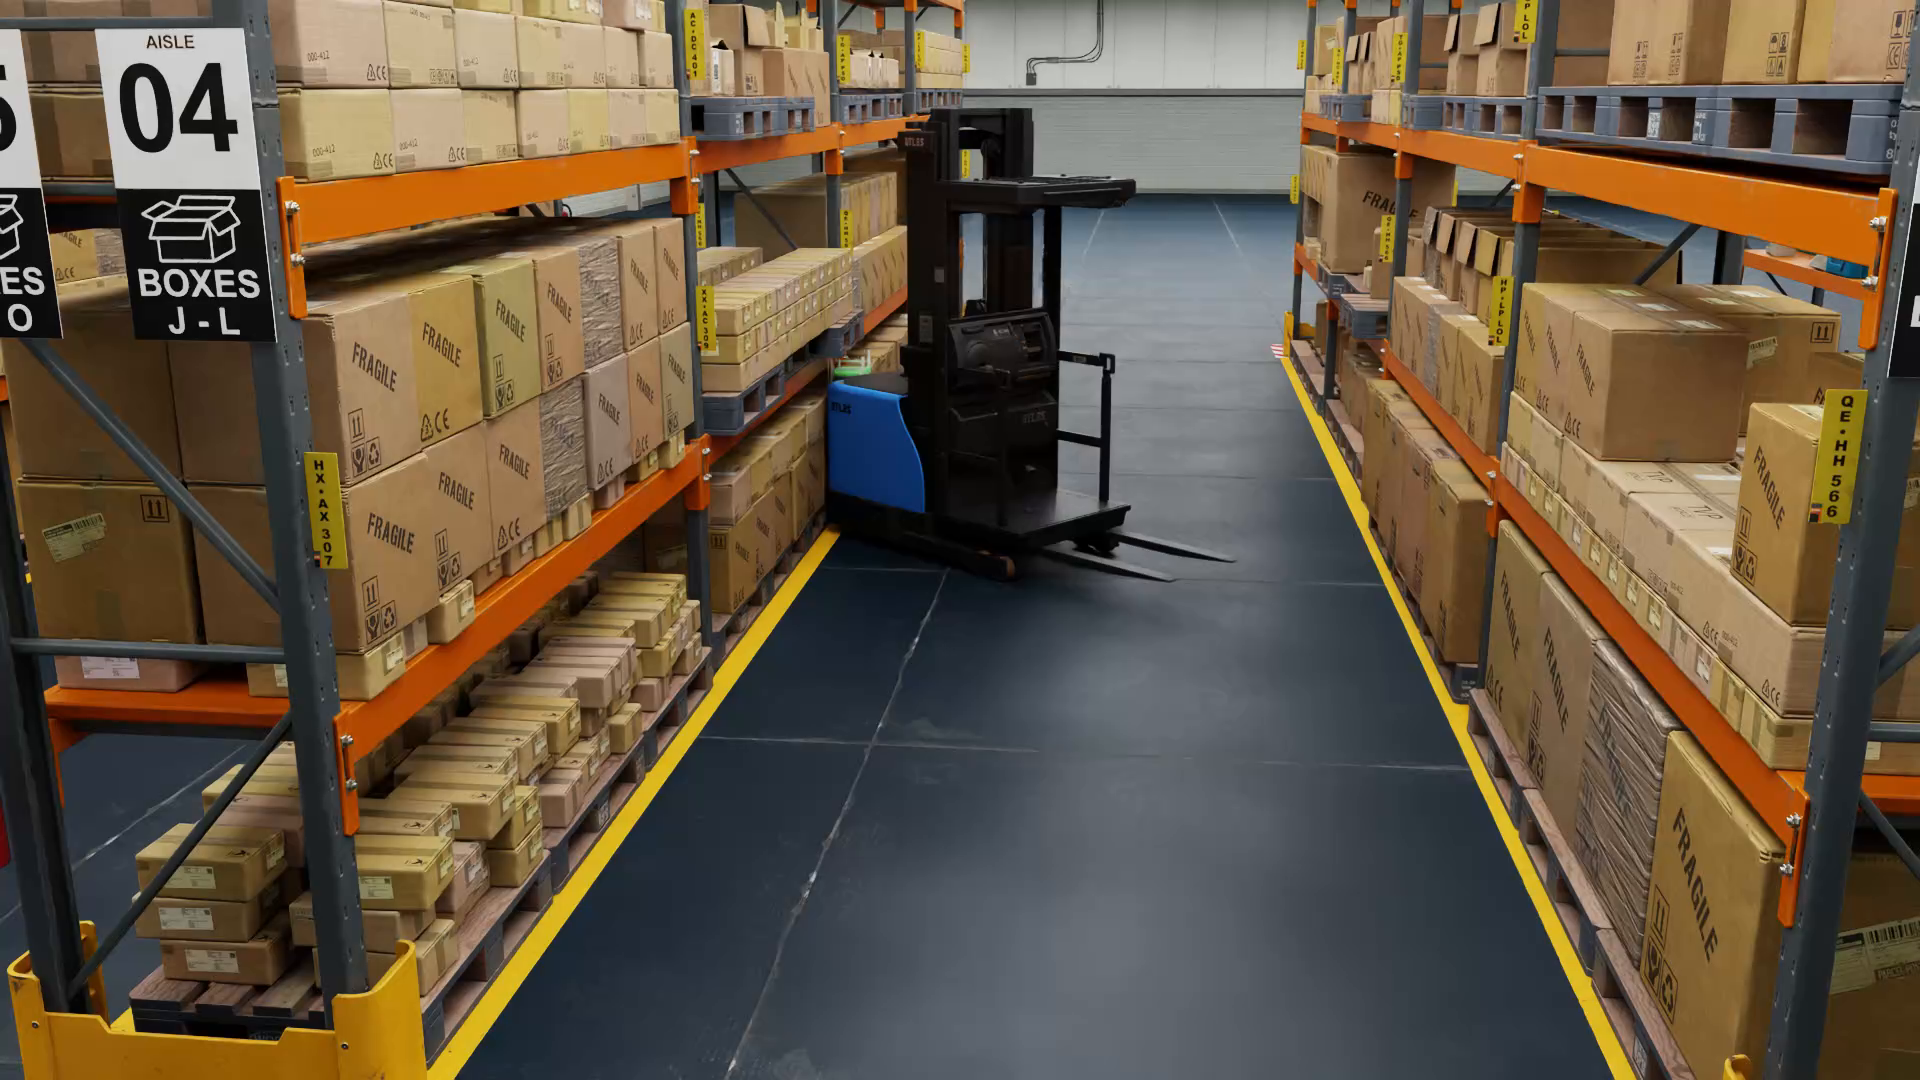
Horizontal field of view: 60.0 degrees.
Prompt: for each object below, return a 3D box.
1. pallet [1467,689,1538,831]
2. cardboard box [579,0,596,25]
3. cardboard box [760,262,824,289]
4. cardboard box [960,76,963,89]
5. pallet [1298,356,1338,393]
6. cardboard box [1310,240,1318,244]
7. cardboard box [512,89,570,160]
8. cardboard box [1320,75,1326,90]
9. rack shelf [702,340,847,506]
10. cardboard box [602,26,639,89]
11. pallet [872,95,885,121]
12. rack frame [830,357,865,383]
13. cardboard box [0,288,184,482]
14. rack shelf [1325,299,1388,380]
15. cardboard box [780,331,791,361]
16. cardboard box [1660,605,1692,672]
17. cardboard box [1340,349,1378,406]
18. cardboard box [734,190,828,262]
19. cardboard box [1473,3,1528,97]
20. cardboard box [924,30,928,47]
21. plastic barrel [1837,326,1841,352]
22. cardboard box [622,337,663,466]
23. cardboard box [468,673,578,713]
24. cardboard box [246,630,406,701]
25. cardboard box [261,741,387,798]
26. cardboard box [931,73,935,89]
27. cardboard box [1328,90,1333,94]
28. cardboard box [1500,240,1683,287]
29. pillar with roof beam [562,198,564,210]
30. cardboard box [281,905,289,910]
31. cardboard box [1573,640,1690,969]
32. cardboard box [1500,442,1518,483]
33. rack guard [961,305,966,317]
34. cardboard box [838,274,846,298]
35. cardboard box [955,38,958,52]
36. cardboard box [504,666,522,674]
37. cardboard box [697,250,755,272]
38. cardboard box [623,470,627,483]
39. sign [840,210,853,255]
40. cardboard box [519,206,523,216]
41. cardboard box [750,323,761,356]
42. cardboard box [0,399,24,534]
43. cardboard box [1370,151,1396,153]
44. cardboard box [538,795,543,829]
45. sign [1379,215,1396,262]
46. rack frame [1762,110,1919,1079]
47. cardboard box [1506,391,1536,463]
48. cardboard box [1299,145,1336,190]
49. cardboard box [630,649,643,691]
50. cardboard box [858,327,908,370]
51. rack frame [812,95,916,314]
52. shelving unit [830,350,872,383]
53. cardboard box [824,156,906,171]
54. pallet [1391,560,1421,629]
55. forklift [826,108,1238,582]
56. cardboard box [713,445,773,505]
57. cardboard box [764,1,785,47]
[{"bbox_3d":[2.928,0.999,7.564,1.003,0.211,1.213,2,15,6],"label":"pallet"},{"bbox_3d":[-1.699,-2.164,6.738,0.380,0.149,0.250,1,15,4],"label":"cardboard box"},{"bbox_3d":[-1.094,-1.715,10.796,0.380,0.149,0.250,2,15,6],"label":"cardboard box"},{"bbox_3d":[-0.173,-5.308,19.286,0.380,0.149,0.250,2,15,6],"label":"cardboard box"},{"bbox_3d":[4.170,-1.764,17.780,1.003,0.211,1.213,2,15,6],"label":"pallet"},{"bbox_3d":[4.043,-3.208,18.259,0.380,0.149,0.250,2,15,6],"label":"cardboard box"},{"bbox_3d":[-1.795,-1.566,6.246,0.500,0.250,0.500,2,15,6],"label":"cardboard box"},{"bbox_3d":[4.004,-4.822,17.524,0.380,0.149,0.250,1,15,4],"label":"cardboard box"},{"bbox_3d":[-1.600,-0.886,10.570,1.077,0.370,4.000,2,15,6],"label":"rack shelf"},{"bbox_3d":[-1.696,-2.070,7.153,0.500,0.250,0.500,1,15,4],"label":"cardboard box"},{"bbox_3d":[-1.231,-3.568,13.724,1.003,0.211,1.213,2,15,9],"label":"pallet"},{"bbox_3d":[-0.796,-0.711,11.902,0.240,1.200,0.015,0,12,2],"label":"rack frame"},{"bbox_3d":[-2.473,-0.478,5.005,0.500,0.500,0.500,1,15,5],"label":"cardboard box"},{"bbox_3d":[3.768,-1.751,13.770,1.077,0.370,4.000,2,15,6],"label":"rack shelf"},{"bbox_3d":[-1.209,-1.153,9.855,0.380,0.149,0.250,1,15,4],"label":"cardboard box"},{"bbox_3d":[2.439,0.317,5.225,0.380,0.149,0.250,2,15,7],"label":"cardboard box"},{"bbox_3d":[3.903,-1.464,15.277,0.700,0.500,0.500,1,15,2],"label":"cardboard box"},{"bbox_3d":[-1.314,-2.399,12.681,0.700,0.500,0.500,2,15,6],"label":"cardboard box"},{"bbox_3d":[3.333,-2.750,9.336,0.797,0.503,0.637,1,15,5],"label":"cardboard box"},{"bbox_3d":[-0.517,-4.903,16.258,0.380,0.149,0.250,2,15,6],"label":"cardboard box"},{"bbox_3d":[9.312,-2.208,18.041,0.421,0.512,0.421,0,15,0],"label":"plastic barrel"},{"bbox_3d":[-1.659,-0.638,7.514,0.500,0.500,0.500,1,15,5],"label":"cardboard box"},{"bbox_3d":[-1.818,0.673,6.943,0.380,0.149,0.250,2,15,6],"label":"cardboard box"},{"bbox_3d":[-1.915,0.370,5.029,0.380,0.149,0.250,2,15,6],"label":"cardboard box"},{"bbox_3d":[-2.389,0.865,6.235,0.380,0.149,0.250,1,15,4],"label":"cardboard box"},{"bbox_3d":[-0.459,-4.648,16.845,0.380,0.149,0.250,1,15,5],"label":"cardboard box"},{"bbox_3d":[3.855,-4.254,16.188,0.500,0.250,0.500,2,15,8],"label":"cardboard box"},{"bbox_3d":[3.155,-1.241,8.390,0.797,0.503,0.637,1,15,5],"label":"cardboard box"},{"bbox_3d":[-4.999,-11.375,36.491,9.100,9.000,0.400,2,15,6],"label":"pillar with roof beam"},{"bbox_3d":[-2.497,1.284,5.824,0.380,0.149,0.250,2,15,8],"label":"cardboard box"},{"bbox_3d":[2.735,0.914,5.802,0.875,0.875,0.875,2,15,6],"label":"cardboard box"},{"bbox_3d":[2.727,-0.354,7.706,0.380,0.149,0.250,2,15,6],"label":"cardboard box"},{"bbox_3d":[-0.469,-2.626,20.417,1.175,0.500,0.348,2,15,6],"label":"rack guard"},{"bbox_3d":[-1.006,-1.766,11.554,0.380,0.149,0.250,2,15,8],"label":"cardboard box"},{"bbox_3d":[-0.231,-5.561,18.692,0.380,0.149,0.250,2,15,7],"label":"cardboard box"},{"bbox_3d":[-2.203,0.673,7.514,0.380,0.149,0.250,2,15,9],"label":"cardboard box"},{"bbox_3d":[-1.647,-1.937,11.615,0.380,0.149,0.250,1,15,5],"label":"cardboard box"},{"bbox_3d":[-1.733,-0.310,7.543,0.380,0.149,0.250,1,15,5],"label":"cardboard box"},{"bbox_3d":[-0.834,-2.259,12.204,0.100,0.325,0.005,2,15,6],"label":"sign"},{"bbox_3d":[-5.310,-3.730,18.949,0.500,0.500,0.500,2,15,6],"label":"cardboard box"},{"bbox_3d":[-1.297,-1.096,9.074,0.380,0.149,0.250,1,15,5],"label":"cardboard box"},{"bbox_3d":[-6.671,-0.409,10.694,0.875,0.875,0.875,2,15,8],"label":"cardboard box"},{"bbox_3d":[4.409,-3.660,16.775,0.500,0.500,0.500,2,15,6],"label":"cardboard box"},{"bbox_3d":[-1.859,1.103,6.494,0.380,0.149,0.250,2,15,6],"label":"cardboard box"},{"bbox_3d":[3.002,-2.114,11.667,0.100,0.325,0.005,2,15,6],"label":"sign"},{"bbox_3d":[2.640,0.495,4.084,1.000,3.000,0.127,2,15,6],"label":"rack frame"},{"bbox_3d":[2.778,-0.499,7.480,0.500,0.250,0.500,1,15,5],"label":"cardboard box"},{"bbox_3d":[4.112,-4.194,18.751,0.500,0.500,0.500,2,15,6],"label":"cardboard box"},{"bbox_3d":[-1.702,0.609,7.750,0.380,0.149,0.250,2,15,7],"label":"cardboard box"},{"bbox_3d":[-1.016,-1.492,14.940,1.050,0.750,0.750,2,15,6],"label":"cardboard box"},{"bbox_3d":[-0.923,-2.789,16.231,1.000,3.000,0.127,2,15,6],"label":"rack frame"},{"bbox_3d":[-0.788,-0.763,12.140,0.258,1.200,0.503,0,12,2],"label":"shelving unit"},{"bbox_3d":[-0.901,-3.624,16.961,0.875,0.550,0.550,2,15,6],"label":"cardboard box"},{"bbox_3d":[3.238,0.284,10.207,1.003,0.211,1.213,2,15,6],"label":"pallet"},{"bbox_3d":[0.436,-1.297,10.845,1.130,2.935,3.031,-14,21,-42],"label":"forklift"},{"bbox_3d":[-1.422,-0.395,9.923,0.500,0.250,0.500,2,15,8],"label":"cardboard box"},{"bbox_3d":[-1.287,-3.171,10.238,0.396,0.266,0.258,2,15,6],"label":"cardboard box"}]
